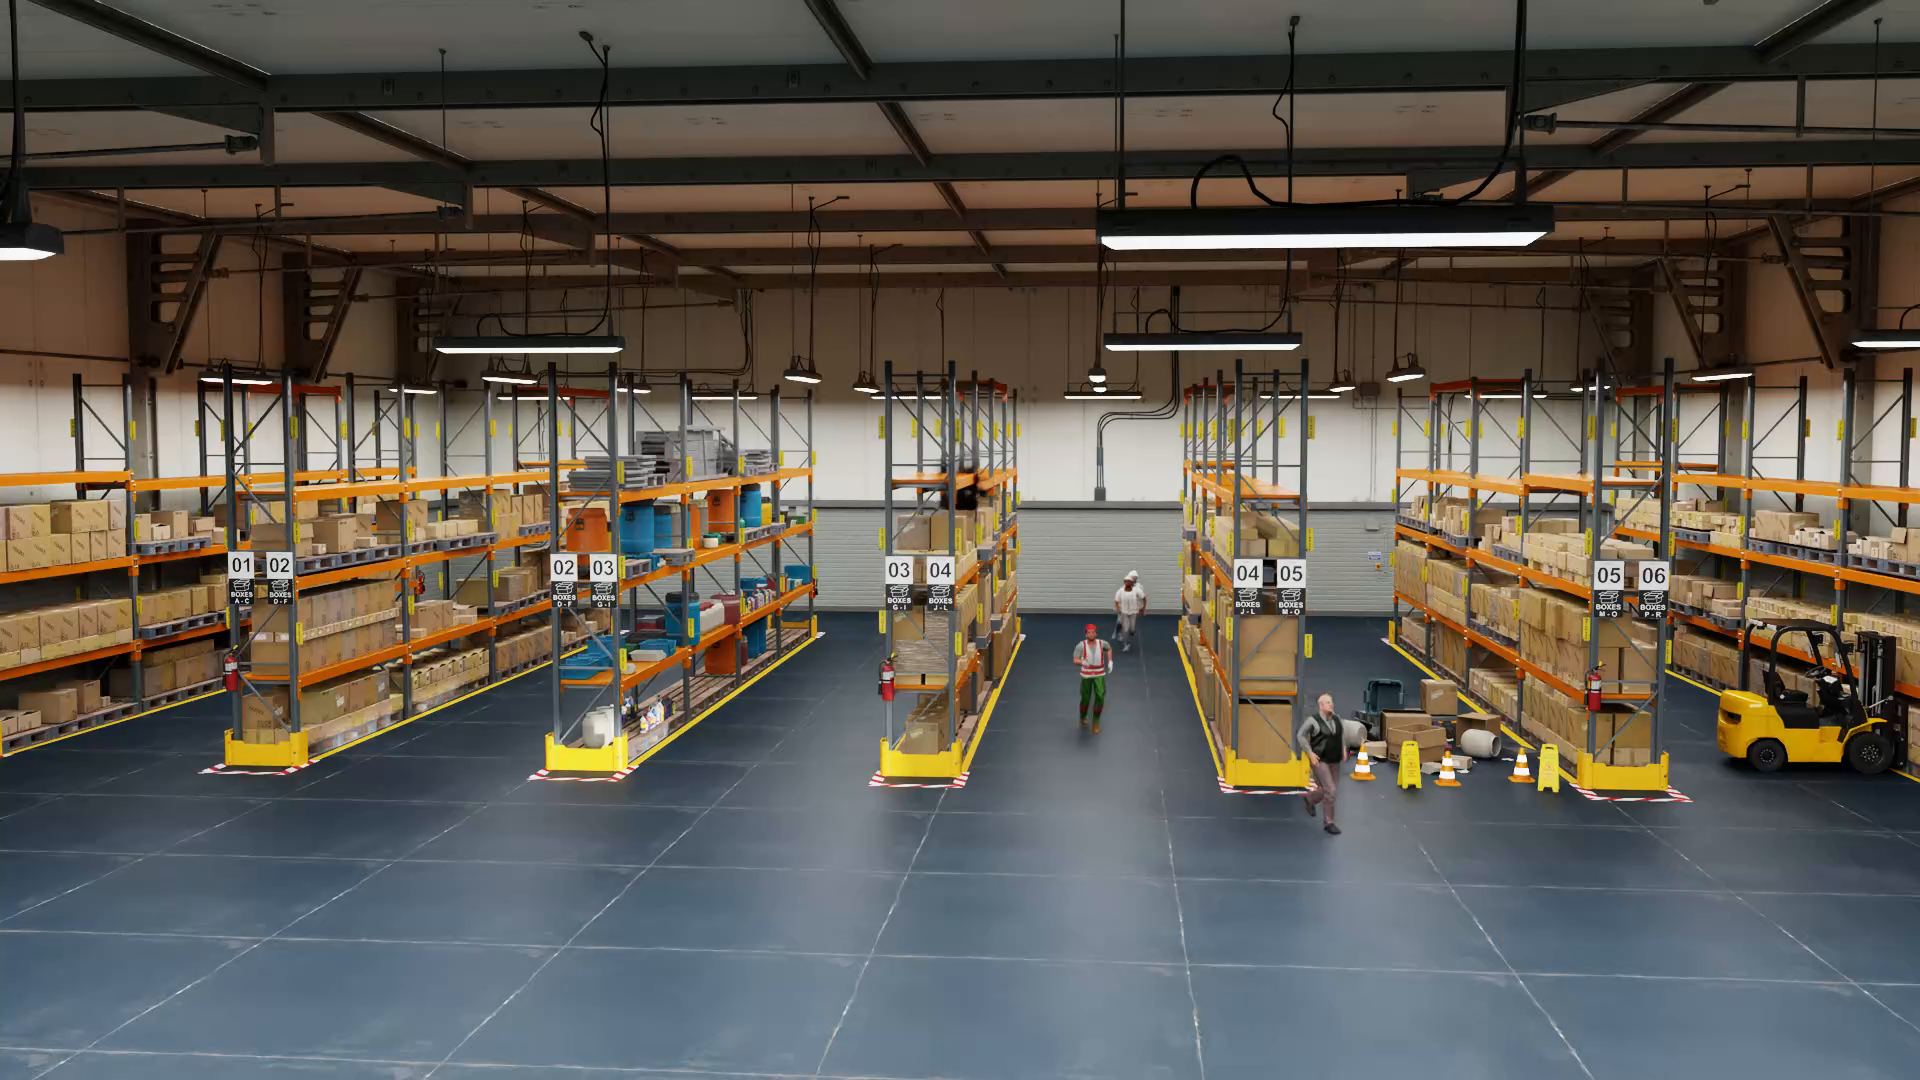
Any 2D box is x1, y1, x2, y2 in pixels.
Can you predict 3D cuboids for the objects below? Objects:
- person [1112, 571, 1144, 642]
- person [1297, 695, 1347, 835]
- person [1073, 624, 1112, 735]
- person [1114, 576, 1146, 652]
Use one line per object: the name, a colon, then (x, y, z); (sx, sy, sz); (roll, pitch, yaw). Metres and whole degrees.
person: (3.955, 1.569, 39.262); (0.823, 1.703, 0.541); (1, 4, 19)
person: (4.553, 2.789, 20.915); (0.678, 1.707, 0.796); (-2, 4, -29)
person: (2.208, 2.295, 27.636); (0.673, 1.820, 0.902); (0, 4, 0)
person: (3.857, 1.666, 37.769); (0.728, 1.728, 0.656); (1, 4, 12)
